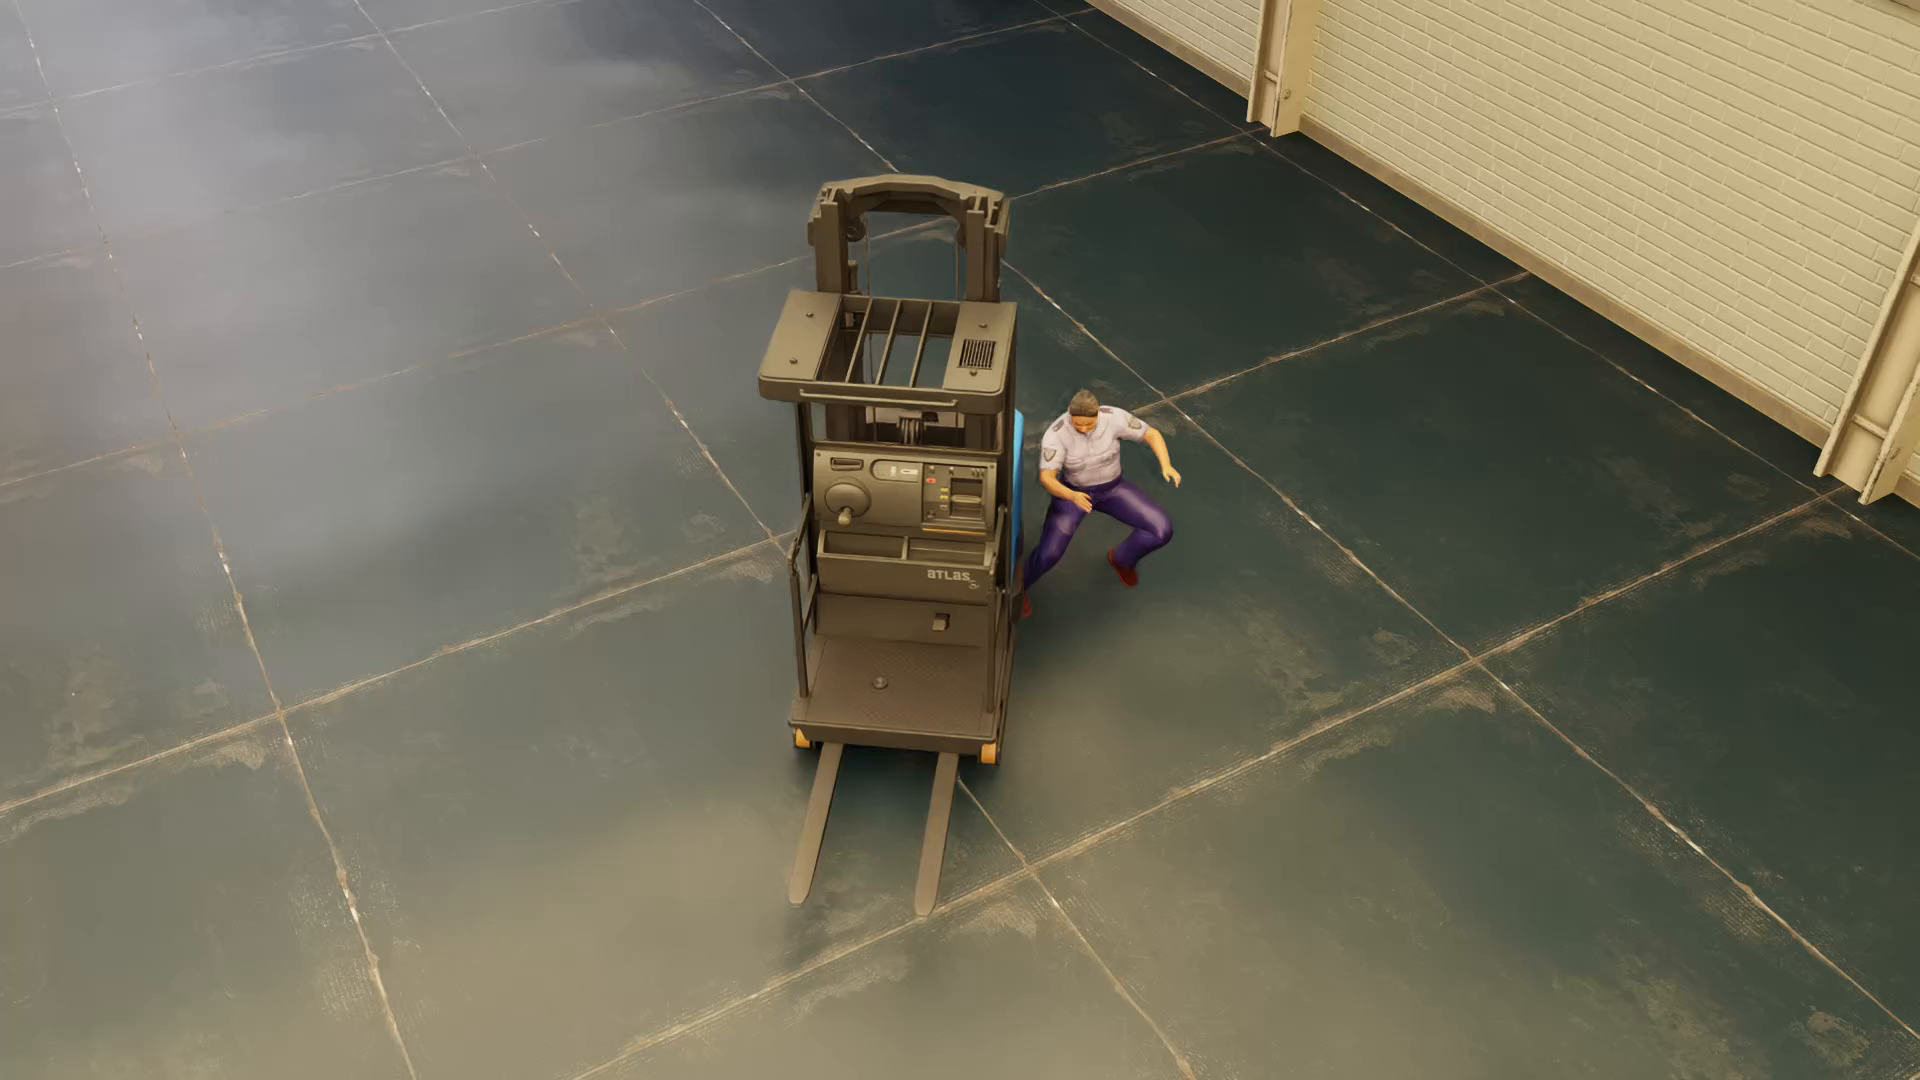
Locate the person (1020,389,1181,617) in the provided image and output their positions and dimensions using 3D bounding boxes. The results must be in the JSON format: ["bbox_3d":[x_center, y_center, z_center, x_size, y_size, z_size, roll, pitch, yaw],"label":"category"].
[{"bbox_3d":[0.746,-0.198,9.466,0.959,1.410,0.722,-5,40,-6],"label":"person"}]

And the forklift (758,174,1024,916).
[{"bbox_3d":[-0.303,-0.168,8.239,1.130,2.935,3.031,4,40,5],"label":"forklift"}]
